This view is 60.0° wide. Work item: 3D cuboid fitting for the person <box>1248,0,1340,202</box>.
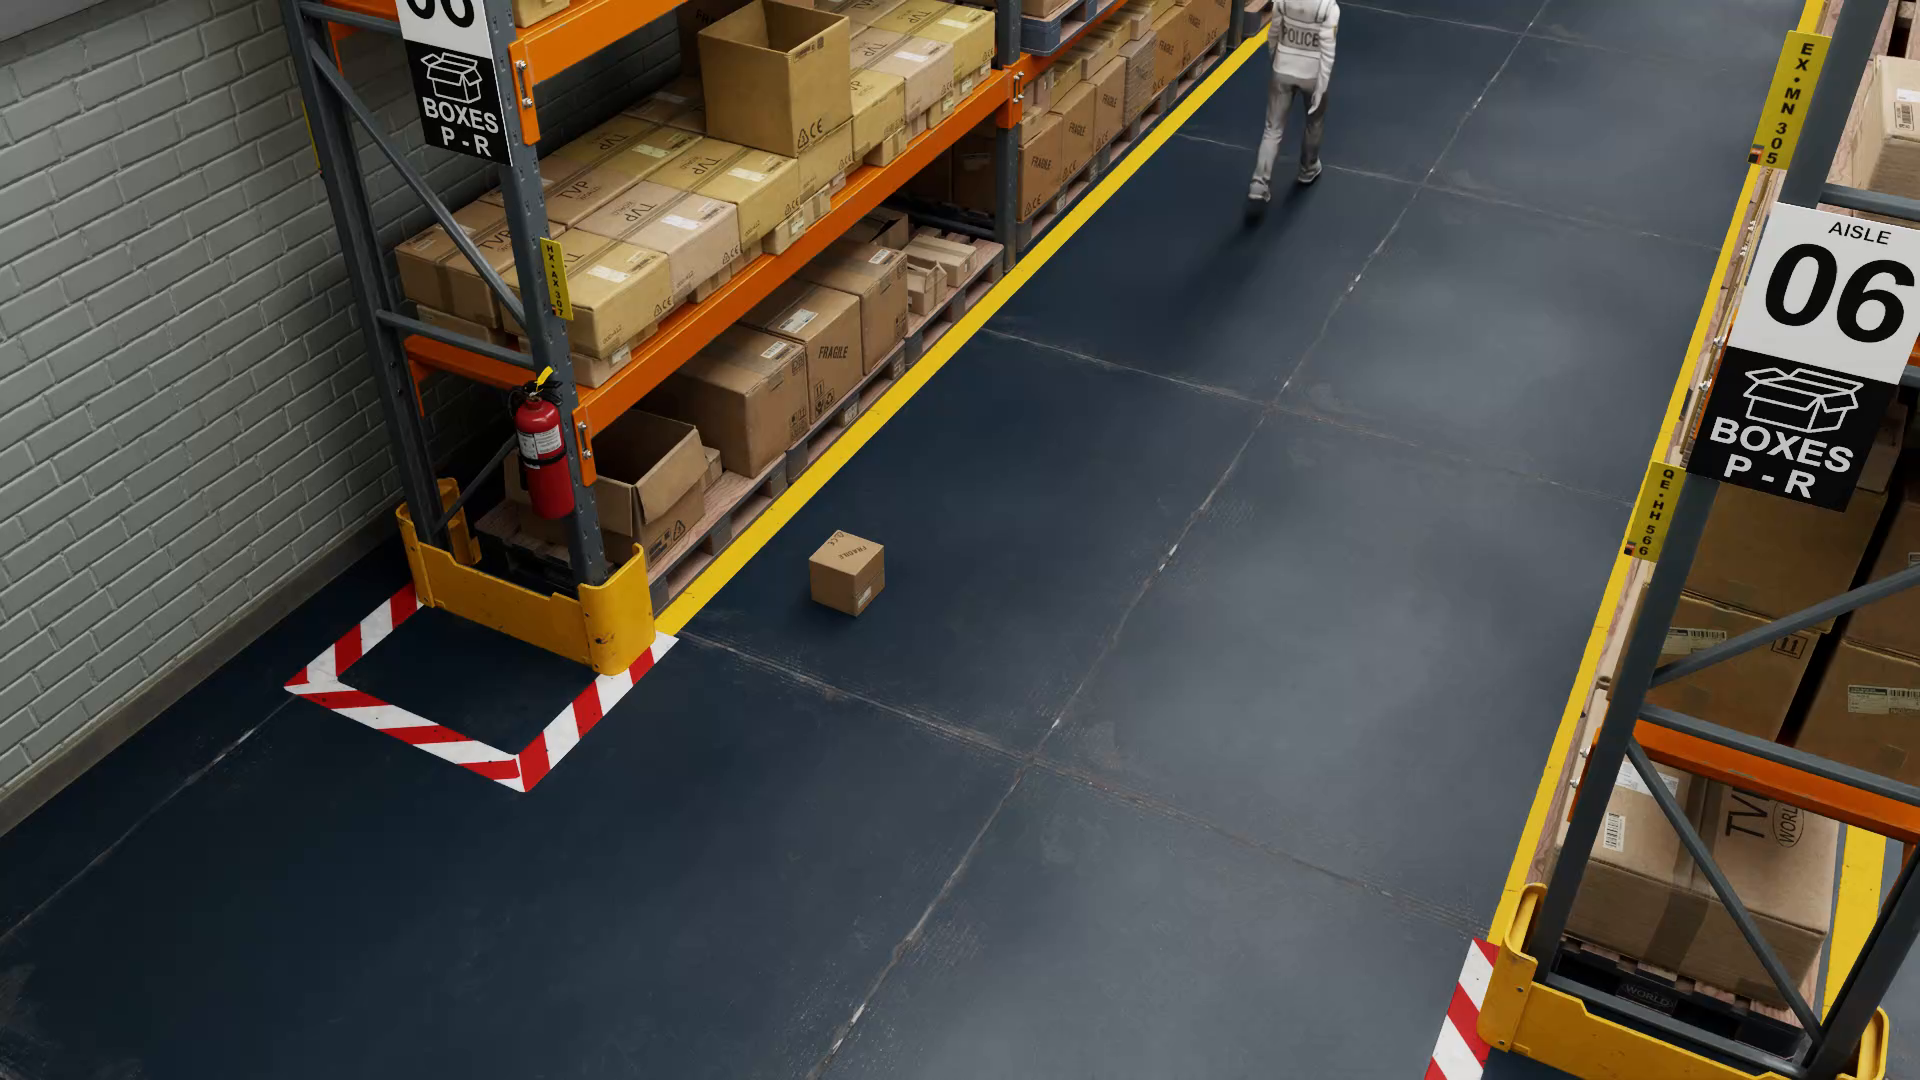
[{"bbox_3d":[2.124,-2.937,10.450,0.471,1.647,0.946,15,41,19],"label":"person"}]
